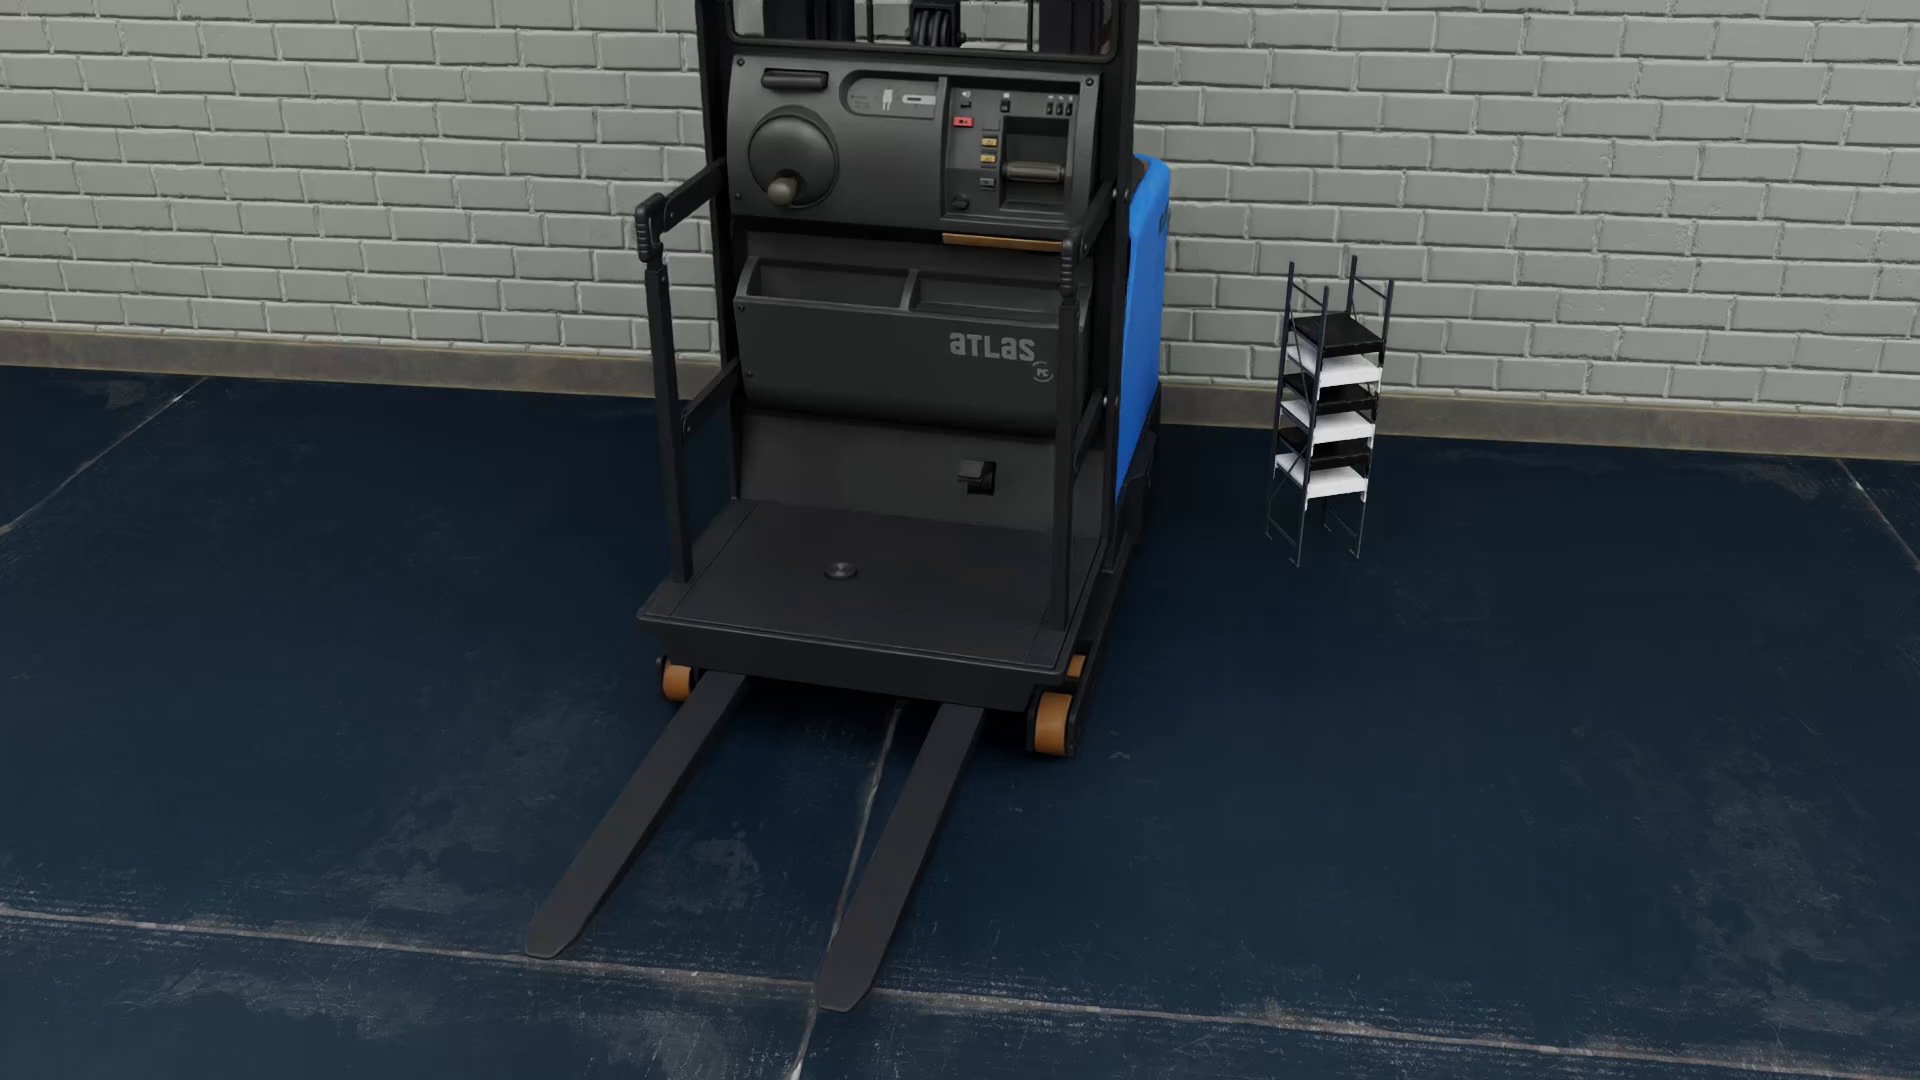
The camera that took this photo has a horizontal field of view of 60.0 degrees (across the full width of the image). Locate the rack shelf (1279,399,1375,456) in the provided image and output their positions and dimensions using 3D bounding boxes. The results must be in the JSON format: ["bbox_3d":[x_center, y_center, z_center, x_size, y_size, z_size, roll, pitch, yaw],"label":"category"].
[{"bbox_3d":[1.099,-0.350,5.022,0.200,0.077,0.258,-8,29,-14],"label":"rack shelf"}]

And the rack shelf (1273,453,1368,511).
[{"bbox_3d":[1.099,-0.192,5.107,0.200,0.077,0.258,-8,29,-14],"label":"rack shelf"}]

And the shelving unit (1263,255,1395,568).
[{"bbox_3d":[1.099,-0.380,5.006,0.210,0.900,0.258,-8,29,-14],"label":"shelving unit"}]

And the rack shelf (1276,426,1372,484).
[{"bbox_3d":[1.099,-0.271,5.064,0.200,0.077,0.258,-8,29,-14],"label":"rack shelf"}]

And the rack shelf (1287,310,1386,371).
[{"bbox_3d":[1.099,-0.588,4.893,0.200,0.077,0.258,-8,29,-14],"label":"rack shelf"}]

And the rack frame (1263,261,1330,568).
[{"bbox_3d":[1.001,-0.366,4.981,0.006,0.900,0.240,-8,29,-14],"label":"rack frame"}]

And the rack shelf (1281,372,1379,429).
[{"bbox_3d":[1.099,-0.429,4.979,0.200,0.077,0.258,-8,29,-14],"label":"rack shelf"}]

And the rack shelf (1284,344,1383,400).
[{"bbox_3d":[1.099,-0.509,4.936,0.200,0.077,0.258,-8,29,-14],"label":"rack shelf"}]

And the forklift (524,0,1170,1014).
[{"bbox_3d":[-0.174,-0.940,3.904,1.130,2.935,3.031,7,29,12],"label":"forklift"}]

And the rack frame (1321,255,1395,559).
[{"bbox_3d":[1.197,-0.393,5.031,0.006,0.900,0.240,-8,29,-14],"label":"rack frame"}]
